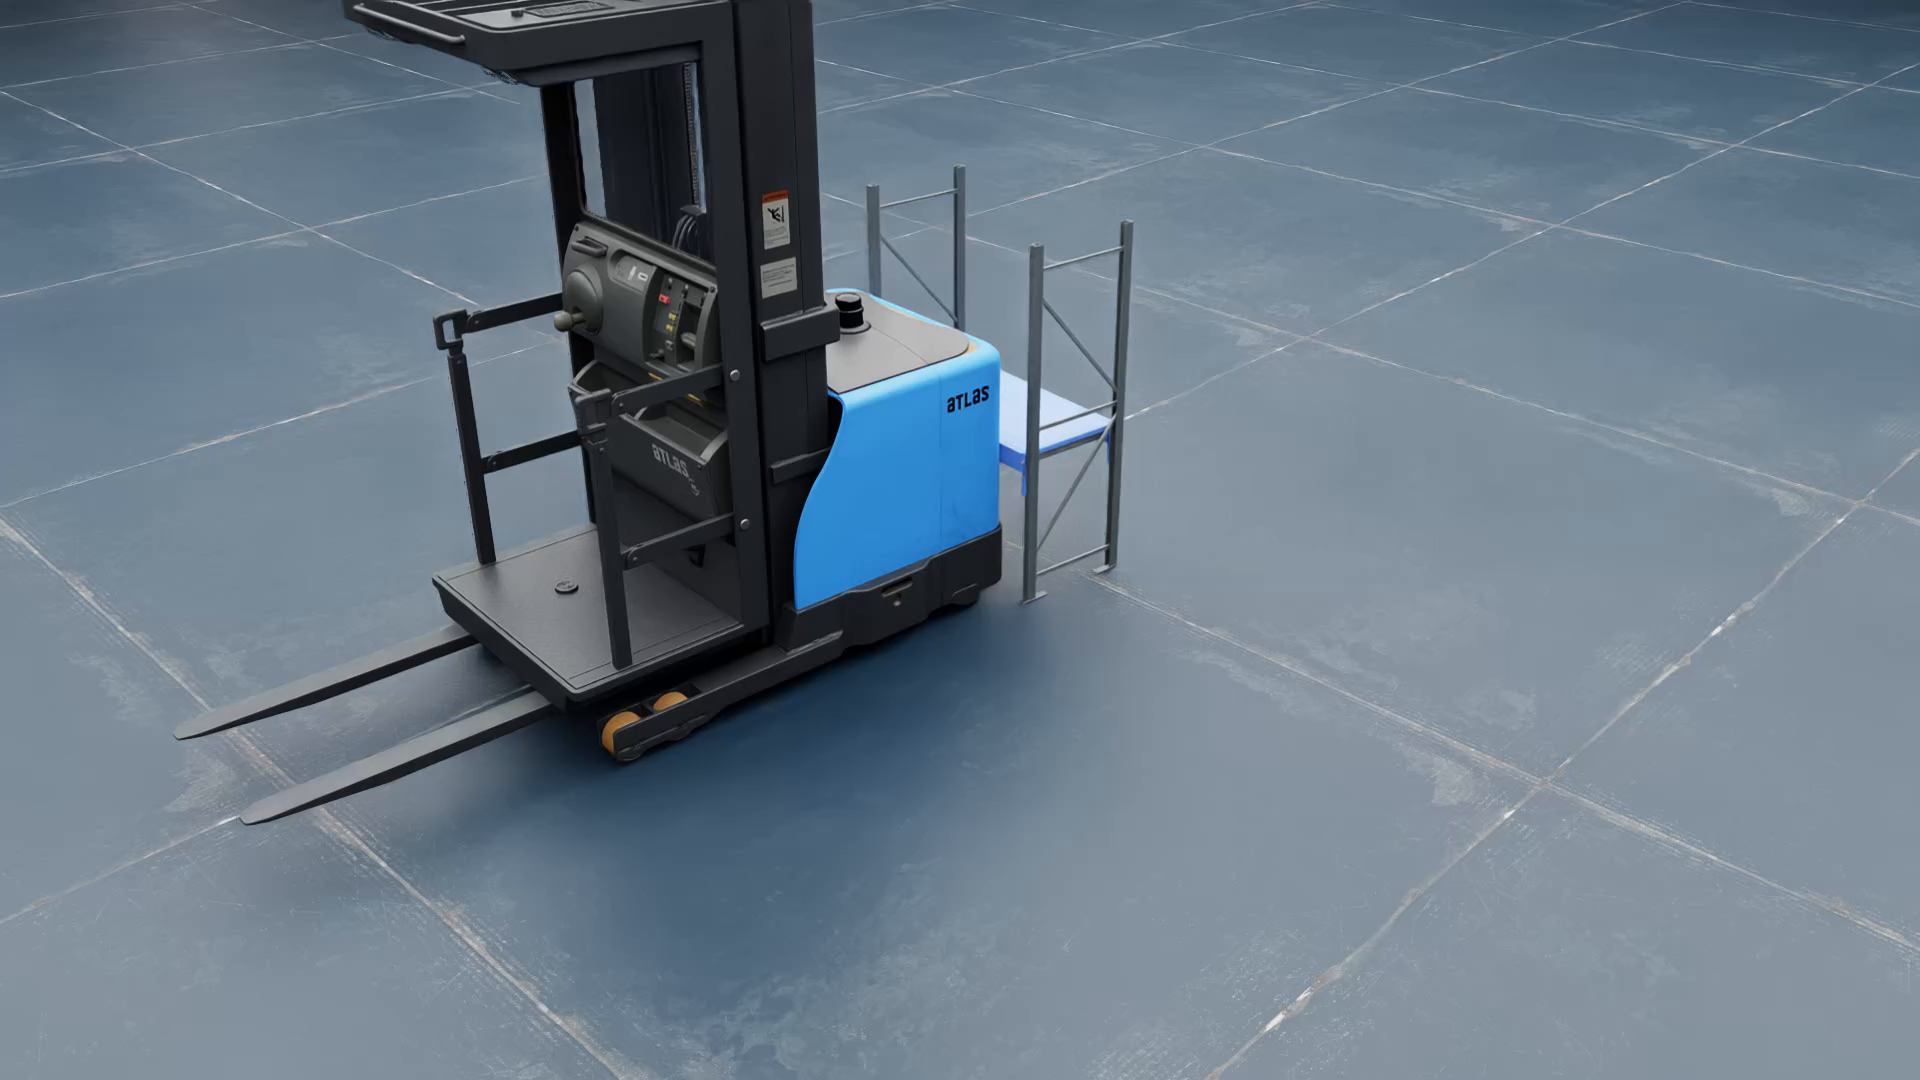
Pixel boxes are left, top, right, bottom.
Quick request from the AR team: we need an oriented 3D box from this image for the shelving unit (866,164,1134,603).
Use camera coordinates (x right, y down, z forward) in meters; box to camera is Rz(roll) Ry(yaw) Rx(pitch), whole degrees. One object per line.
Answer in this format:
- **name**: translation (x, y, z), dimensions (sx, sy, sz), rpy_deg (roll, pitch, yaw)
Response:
- **shelving unit**: translation (0.140, -0.668, 6.910), dimensions (0.538, 1.500, 1.048), rpy_deg (-21, 34, -34)

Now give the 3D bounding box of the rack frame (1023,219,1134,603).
- **rack frame**: translation (0.459, -0.484, 6.559), dimensions (0.500, 1.500, 0.032), rpy_deg (-21, 34, -34)

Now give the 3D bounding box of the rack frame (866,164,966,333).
- **rack frame**: translation (-0.179, -0.852, 7.260), dimensions (0.500, 1.500, 0.032), rpy_deg (-21, 34, -34)

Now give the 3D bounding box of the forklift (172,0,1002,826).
- **forklift**: translation (-1.273, -0.804, 5.630), dimensions (3.031, 2.935, 1.130), rpy_deg (-22, 35, -36)

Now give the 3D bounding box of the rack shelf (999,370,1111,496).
- **rack shelf**: translation (0.140, -0.509, 6.993), dimensions (0.538, 0.185, 1.000), rpy_deg (-21, 34, -34)
